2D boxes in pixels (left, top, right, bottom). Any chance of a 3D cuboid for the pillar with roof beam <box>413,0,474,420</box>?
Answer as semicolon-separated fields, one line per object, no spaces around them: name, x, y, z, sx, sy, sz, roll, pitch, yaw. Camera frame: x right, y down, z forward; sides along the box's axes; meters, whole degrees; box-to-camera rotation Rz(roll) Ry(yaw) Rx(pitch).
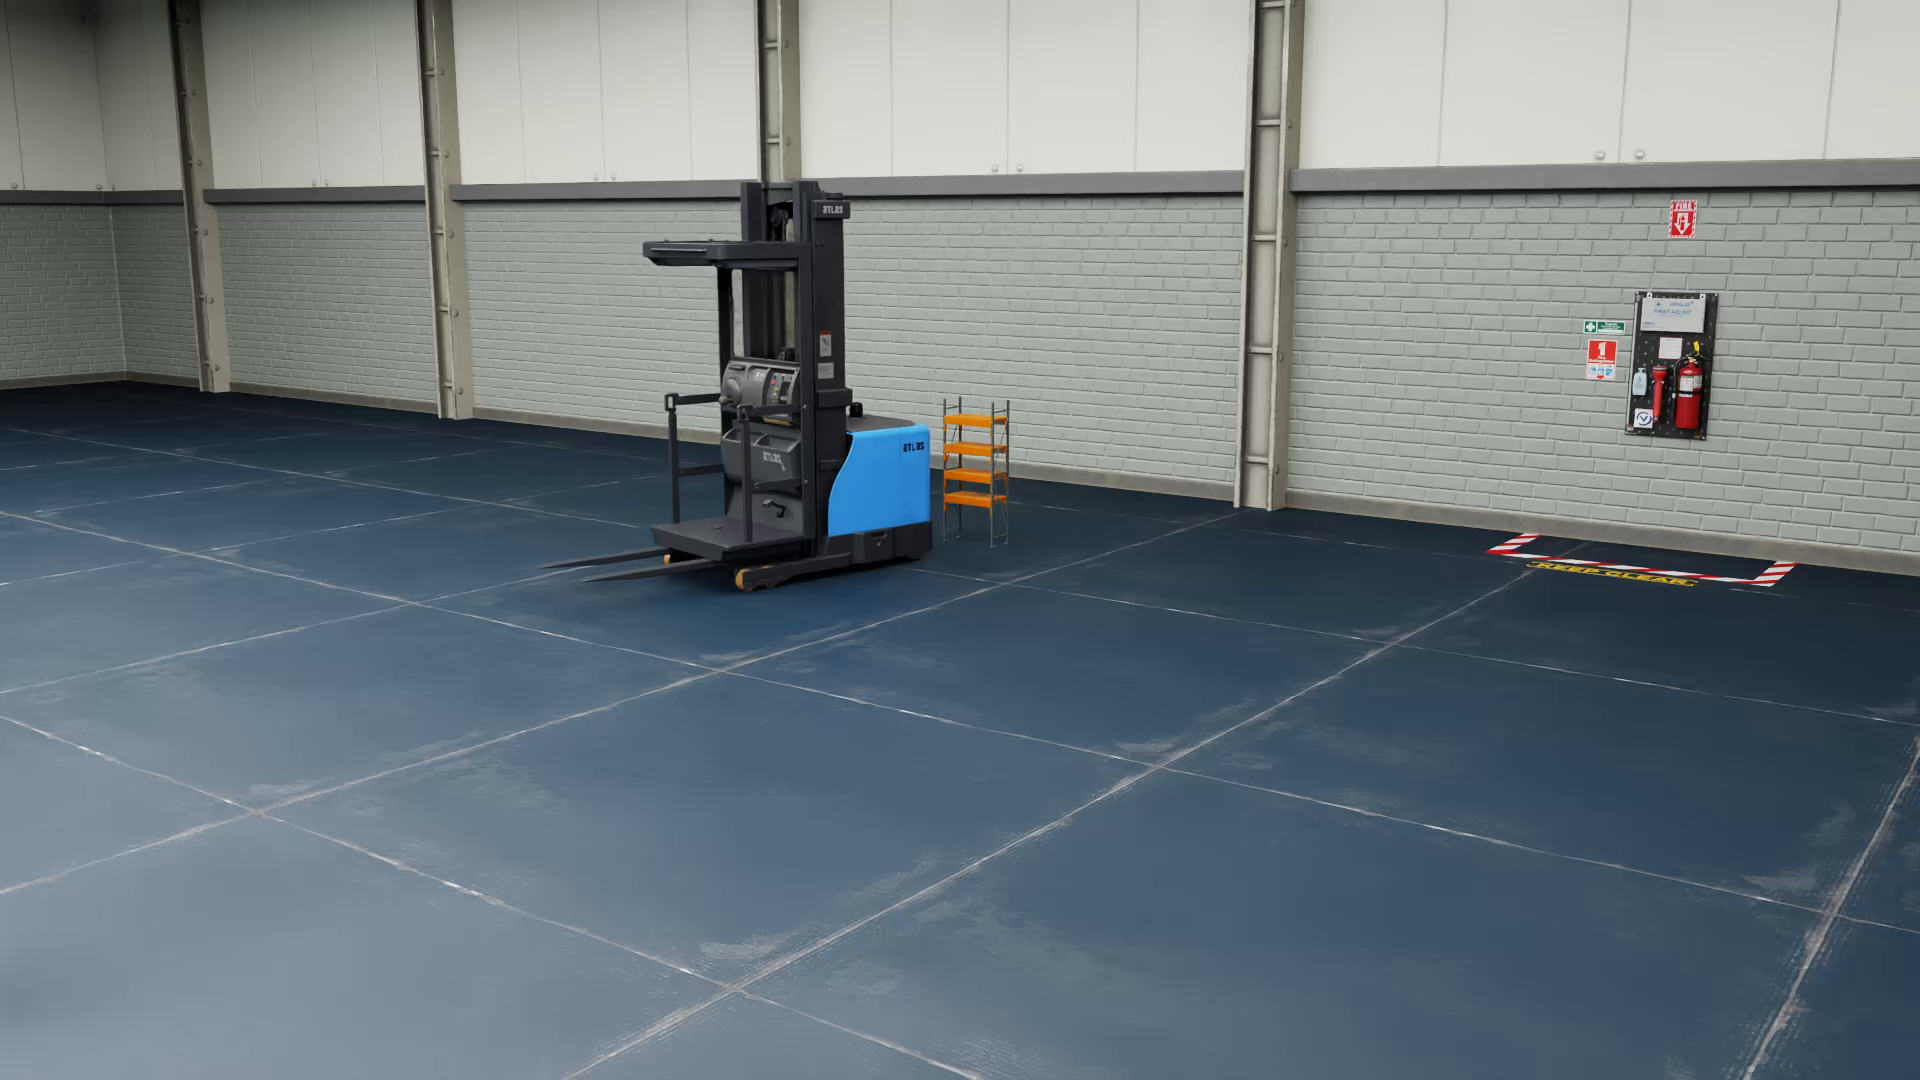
pillar with roof beam;-9.397;-5.423;18.367;0.400;9.000;9.100;8;13;36

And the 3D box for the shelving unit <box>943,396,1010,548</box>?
shelving unit;0.133;-0.570;13.820;0.503;1.200;0.258;8;13;36

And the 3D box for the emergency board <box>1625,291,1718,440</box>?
emergency board;5.690;-1.396;13.350;0.643;1.169;0.194;8;13;36

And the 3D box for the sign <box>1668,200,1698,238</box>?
sign;5.742;-2.551;13.213;0.199;0.298;0.001;8;13;36

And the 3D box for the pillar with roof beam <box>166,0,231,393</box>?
pillar with roof beam;-14.233;-6.097;21.854;0.400;9.000;9.100;8;13;36

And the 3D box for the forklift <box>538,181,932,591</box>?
forklift;-1.664;-1.176;12.392;3.031;2.935;1.130;-9;14;-40

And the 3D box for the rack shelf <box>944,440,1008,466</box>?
rack shelf;0.133;-0.724;13.790;0.480;0.148;0.258;8;13;36

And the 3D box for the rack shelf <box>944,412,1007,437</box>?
rack shelf;0.133;-0.956;13.745;0.480;0.148;0.258;8;13;36

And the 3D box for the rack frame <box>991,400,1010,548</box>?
rack frame;0.330;-0.543;13.678;0.015;1.200;0.240;8;13;36

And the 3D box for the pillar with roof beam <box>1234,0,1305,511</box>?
pillar with roof beam;0.275;-4.073;11.394;0.400;9.000;9.100;8;13;36

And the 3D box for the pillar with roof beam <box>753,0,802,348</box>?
pillar with roof beam;-4.561;-4.748;14.880;0.400;9.000;9.100;8;13;36

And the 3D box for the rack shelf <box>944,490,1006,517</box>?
rack shelf;0.133;-0.309;13.870;0.480;0.148;0.258;8;13;36

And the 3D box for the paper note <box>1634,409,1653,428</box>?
paper note;5.588;-0.994;13.591;0.142;0.148;0.016;8;13;36

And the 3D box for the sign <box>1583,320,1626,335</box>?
sign;5.304;-1.750;13.689;0.331;0.109;0.001;8;13;36

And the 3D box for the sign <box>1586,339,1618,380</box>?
sign;5.305;-1.492;13.749;0.234;0.329;0.001;8;13;36

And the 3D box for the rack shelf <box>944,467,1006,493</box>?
rack shelf;0.133;-0.504;13.832;0.480;0.148;0.258;8;13;36

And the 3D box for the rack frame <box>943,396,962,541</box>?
rack frame;-0.063;-0.598;13.961;0.015;1.200;0.240;8;13;36
